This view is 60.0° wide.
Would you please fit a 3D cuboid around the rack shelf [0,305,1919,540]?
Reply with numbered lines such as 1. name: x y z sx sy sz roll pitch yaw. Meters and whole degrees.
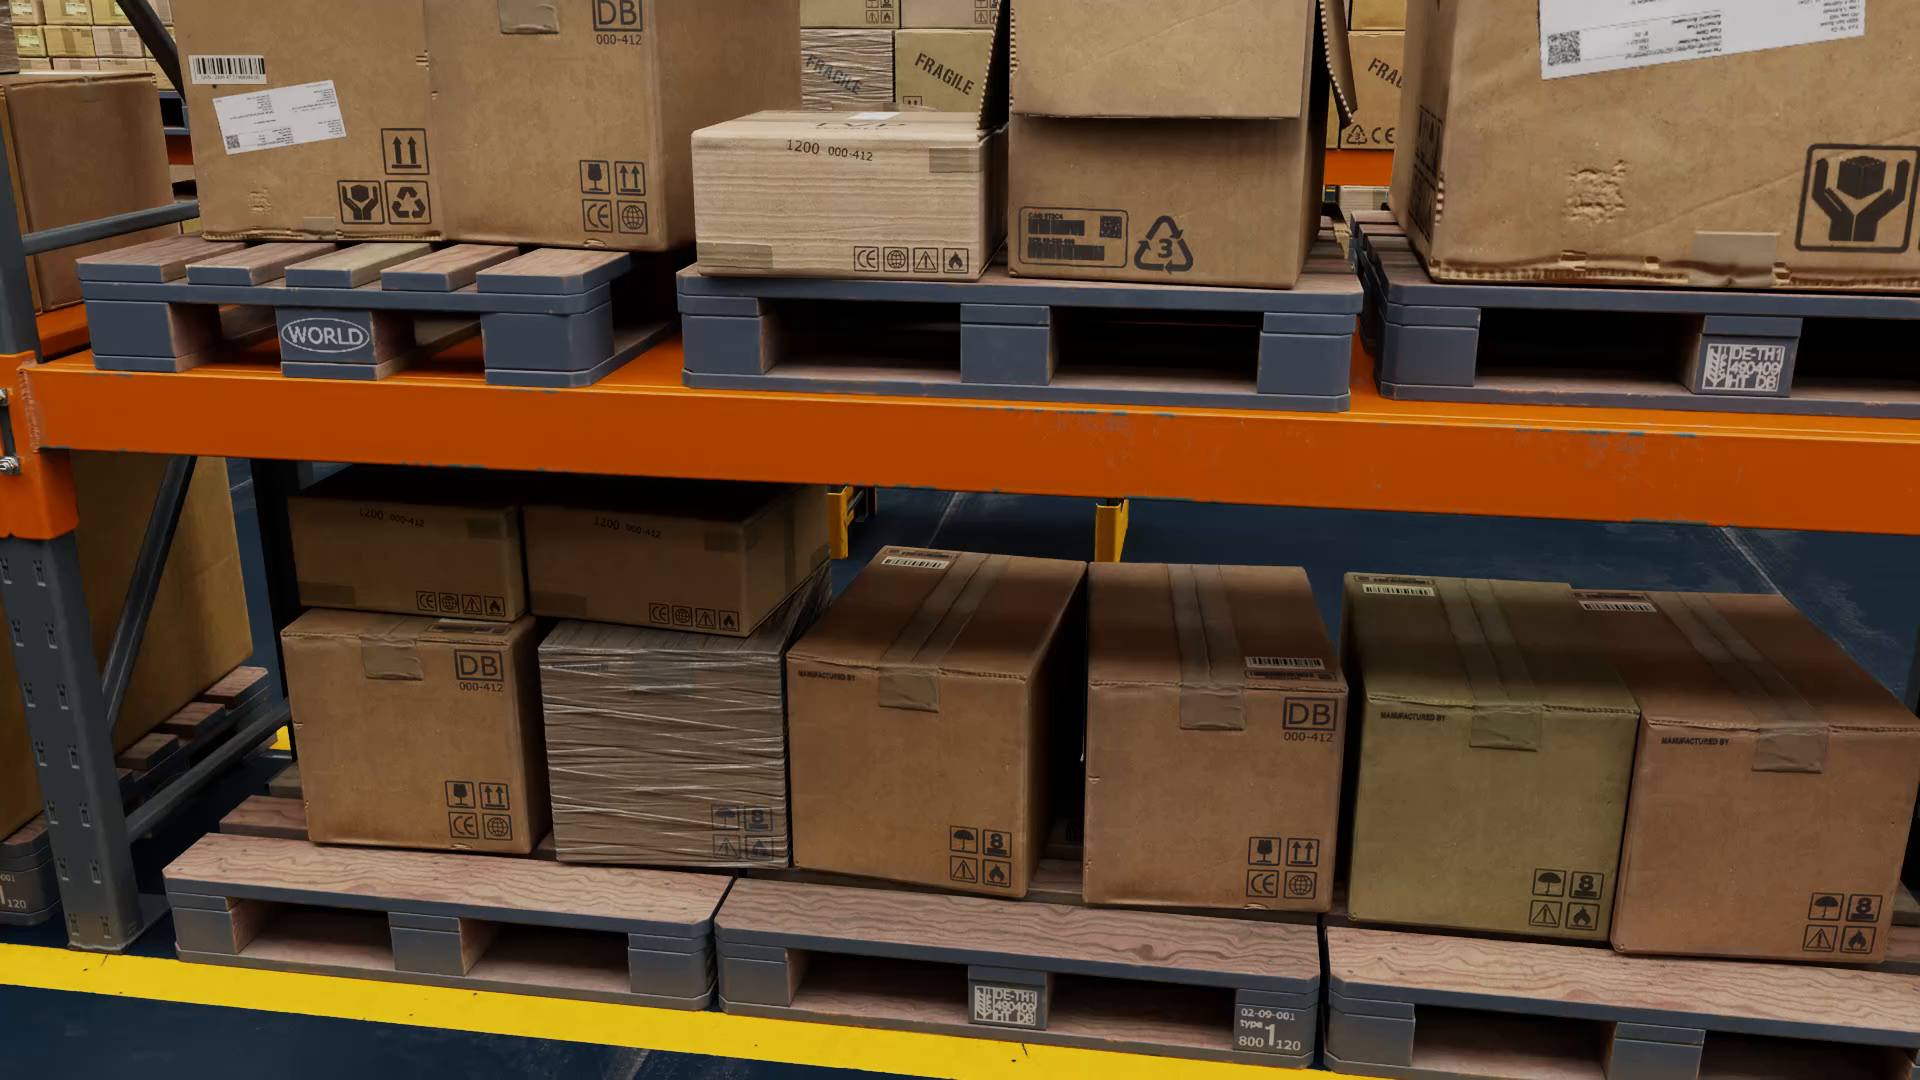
1. rack shelf: 0.172 -0.238 3.422 4.000 0.370 1.077 3 19 9

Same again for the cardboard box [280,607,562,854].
1. cardboard box: -1.138 0.324 3.854 0.500 0.500 0.700 2 19 6

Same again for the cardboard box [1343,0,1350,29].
1. cardboard box: 1.535 -2.623 7.683 0.500 0.500 0.700 3 19 9

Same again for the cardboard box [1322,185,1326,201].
1. cardboard box: 2.490 -2.597 12.818 0.625 0.372 0.950 4 19 12

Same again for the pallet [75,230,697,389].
1. pallet: -1.082 -0.587 3.632 1.003 0.211 1.213 3 19 9

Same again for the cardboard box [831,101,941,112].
1. cardboard box: -0.113 -0.816 3.566 0.258 0.266 0.396 2 19 7

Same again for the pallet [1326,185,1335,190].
1. pallet: 3.769 -3.841 17.451 1.213 0.211 1.003 3 19 9

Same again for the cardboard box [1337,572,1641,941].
1. cardboard box: 1.076 0.430 3.536 0.500 0.500 0.700 3 19 8

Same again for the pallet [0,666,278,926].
1. pallet: -2.569 0.579 4.240 1.213 0.211 1.003 3 19 9

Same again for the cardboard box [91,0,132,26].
1. cardboard box: -4.020 -2.603 8.151 0.250 0.149 0.380 3 19 9

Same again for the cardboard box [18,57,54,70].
1. cardboard box: -4.549 -2.346 8.323 0.250 0.149 0.380 2 19 6

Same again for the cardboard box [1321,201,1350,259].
1. cardboard box: 1.455 -1.213 8.084 0.750 0.750 1.050 3 19 9

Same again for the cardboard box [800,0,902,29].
1. cardboard box: -0.474 -2.725 7.986 0.500 0.500 0.700 3 19 8

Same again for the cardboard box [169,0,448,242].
1. cardboard box: -1.263 -0.912 3.483 0.500 0.500 0.500 1 19 2

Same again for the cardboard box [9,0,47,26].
1. cardboard box: -4.549 -2.629 8.228 0.250 0.149 0.380 4 19 11

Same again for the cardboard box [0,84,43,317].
1. cardboard box: -2.329 -0.675 3.435 0.500 0.500 0.500 4 19 10

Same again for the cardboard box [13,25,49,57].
1. cardboard box: -4.549 -2.488 8.276 0.250 0.149 0.380 3 19 10

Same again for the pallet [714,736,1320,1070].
1. pallet: 0.170 0.744 3.747 1.213 0.211 1.003 3 19 9

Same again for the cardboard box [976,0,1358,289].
1. cardboard box: 0.421 -0.785 3.098 0.637 0.503 0.797 5 19 14

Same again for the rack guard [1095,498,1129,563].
1. rack guard: 0.567 -0.090 6.177 0.087 0.250 0.587 3 19 9

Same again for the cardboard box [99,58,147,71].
1. cardboard box: -4.028 -2.321 8.245 0.250 0.149 0.380 3 19 9

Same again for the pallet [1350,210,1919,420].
1. pallet: 1.416 -0.472 3.289 1.213 0.211 1.003 3 19 9

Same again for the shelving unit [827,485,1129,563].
1. shelving unit: 0.075 -0.707 6.054 1.083 1.500 0.587 3 19 9

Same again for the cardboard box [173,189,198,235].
1. cardboard box: -4.177 -1.680 8.692 0.500 0.250 0.500 2 19 6

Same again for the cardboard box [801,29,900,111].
1. cardboard box: -0.515 -2.169 7.902 0.500 0.500 0.500 3 19 9

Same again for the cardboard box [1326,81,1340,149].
1. cardboard box: 1.478 -2.069 7.600 0.500 0.500 0.500 3 19 9

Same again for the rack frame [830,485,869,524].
1. rack frame: -0.418 -0.733 6.129 0.032 1.500 0.500 3 19 9

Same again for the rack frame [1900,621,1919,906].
1. rack frame: 2.147 -0.479 3.007 0.127 3.000 1.000 3 19 9

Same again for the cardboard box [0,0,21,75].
1. cardboard box: -2.522 -1.245 3.559 0.637 0.503 0.797 4 19 11

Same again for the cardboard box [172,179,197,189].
1. cardboard box: -4.090 -1.841 9.175 0.500 0.250 0.500 2 19 7

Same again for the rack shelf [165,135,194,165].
1. rack shelf: -2.890 -1.989 8.653 4.000 0.370 1.077 3 19 9

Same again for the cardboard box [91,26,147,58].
1. cardboard box: -4.038 -2.462 8.200 0.250 0.149 0.380 3 19 10

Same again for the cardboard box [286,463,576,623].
1. cardboard box: -1.136 -0.035 3.744 0.500 0.250 0.500 4 19 11

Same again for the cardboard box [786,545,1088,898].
1. cardboard box: -0.027 0.374 3.703 0.500 0.500 0.700 5 19 13
